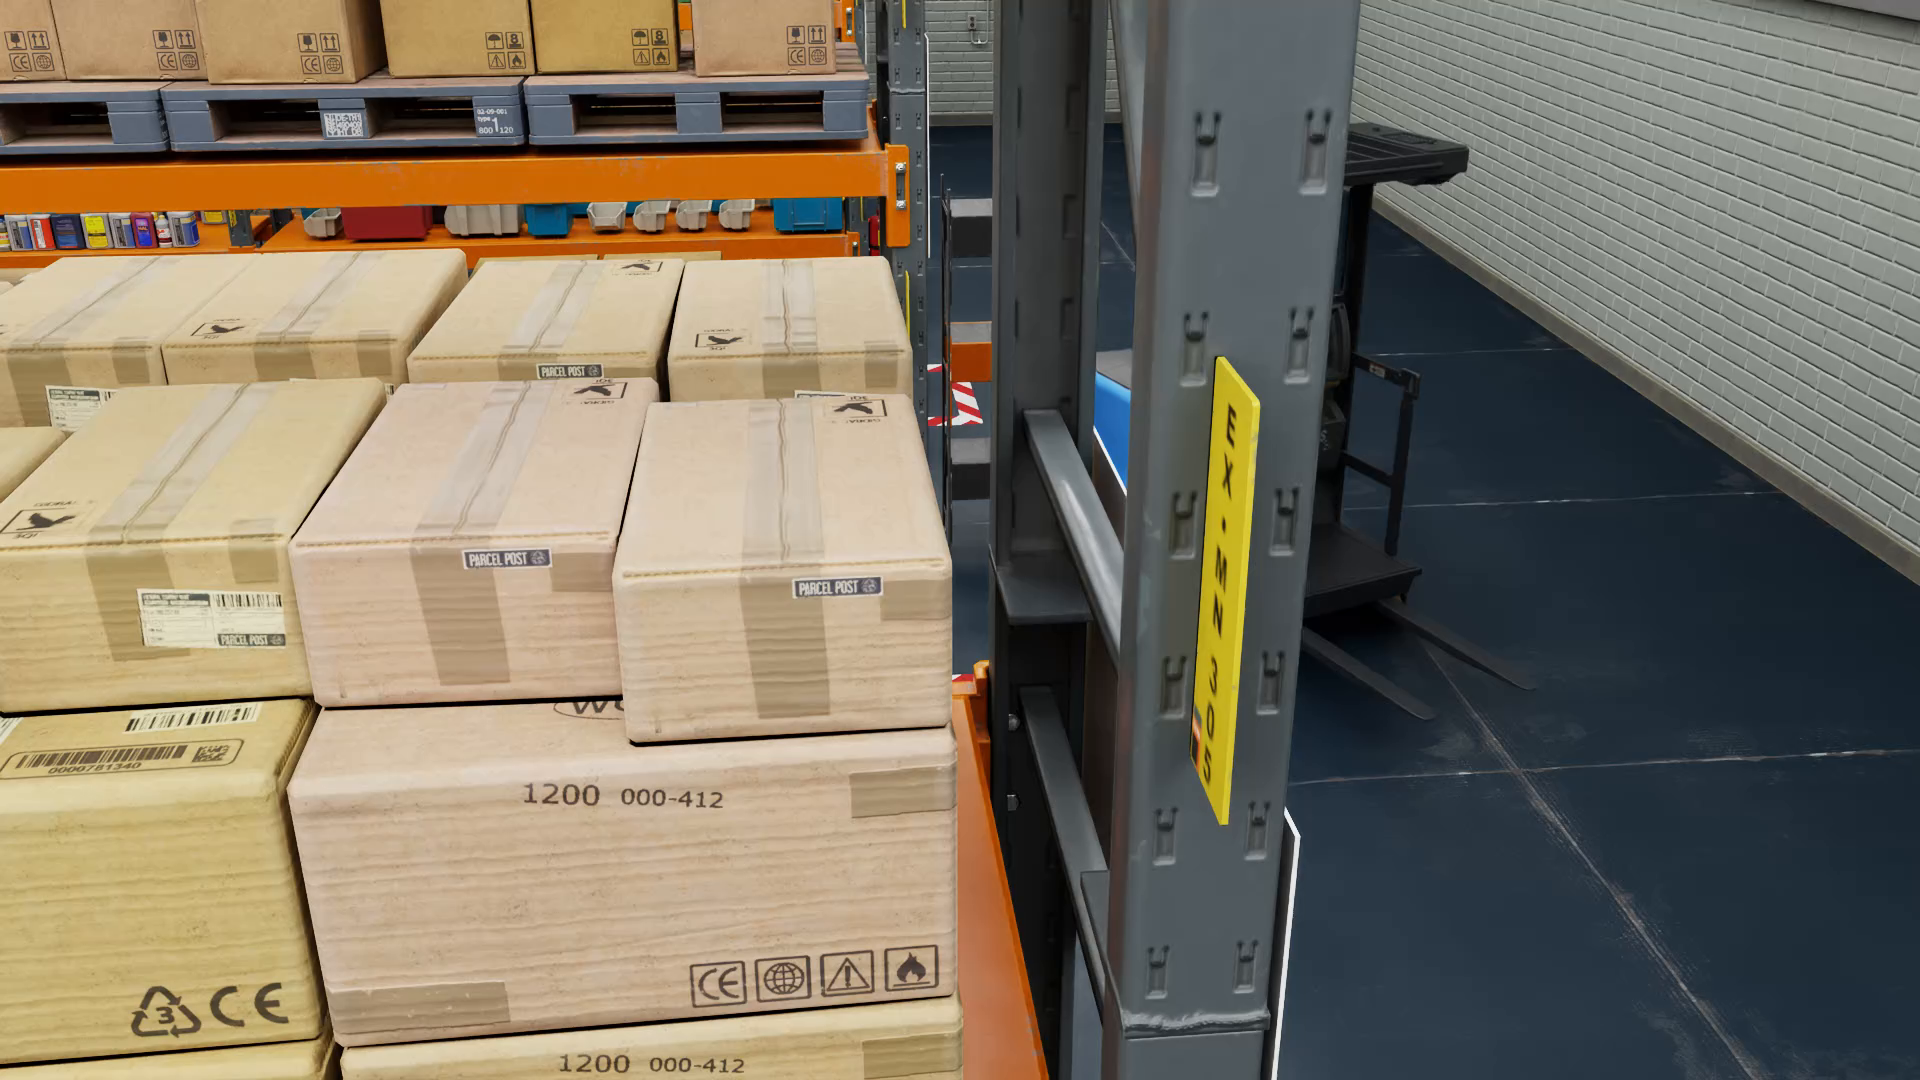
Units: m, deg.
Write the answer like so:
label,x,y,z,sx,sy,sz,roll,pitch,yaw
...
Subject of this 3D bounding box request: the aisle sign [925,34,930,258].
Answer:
label,x,y,z,sx,sy,sz,roll,pitch,yaw
aisle sign,-0.134,-1.488,6.205,0.004,0.787,0.394,-2,24,-5

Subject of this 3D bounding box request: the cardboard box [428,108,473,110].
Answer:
label,x,y,z,sx,sy,sz,roll,pitch,yaw
cardboard box,-4.651,-4.219,15.427,0.500,0.500,0.500,-2,24,-4

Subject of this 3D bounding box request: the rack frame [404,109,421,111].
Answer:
label,x,y,z,sx,sy,sz,roll,pitch,yaw
rack frame,-5.185,-4.263,15.649,0.127,3.000,1.000,-2,24,-5

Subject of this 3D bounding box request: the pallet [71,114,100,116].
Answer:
label,x,y,z,sx,sy,sz,roll,pitch,yaw
pallet,-8.498,-4.072,15.453,1.003,0.211,1.213,-2,24,-5

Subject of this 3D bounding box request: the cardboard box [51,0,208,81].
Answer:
label,x,y,z,sx,sy,sz,roll,pitch,yaw
cardboard box,-2.907,-1.988,6.074,0.500,0.500,0.700,-1,24,-2

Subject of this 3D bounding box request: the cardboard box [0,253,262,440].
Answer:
label,x,y,z,sx,sy,sz,roll,pitch,yaw
cardboard box,-0.967,-0.208,1.911,0.250,0.149,0.380,-2,24,-4

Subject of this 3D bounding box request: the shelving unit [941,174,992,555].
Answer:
label,x,y,z,sx,sy,sz,roll,pitch,yaw
shelving unit,0.165,-0.966,9.338,0.503,2.100,0.431,-2,24,-5

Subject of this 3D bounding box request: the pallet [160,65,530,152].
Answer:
label,x,y,z,sx,sy,sz,roll,pitch,yaw
pallet,-2.189,-1.665,6.220,1.213,0.211,1.003,-2,24,-5

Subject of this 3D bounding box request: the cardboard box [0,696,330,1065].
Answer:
label,x,y,z,sx,sy,sz,roll,pitch,yaw
cardboard box,-0.790,0.201,1.480,0.500,0.250,0.500,-3,24,-7

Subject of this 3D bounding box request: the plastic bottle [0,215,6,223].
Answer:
label,x,y,z,sx,sy,sz,roll,pitch,yaw
plastic bottle,-6.568,-2.294,11.377,0.097,0.271,0.097,0,24,0

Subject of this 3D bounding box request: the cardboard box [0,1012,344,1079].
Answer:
label,x,y,z,sx,sy,sz,roll,pitch,yaw
cardboard box,-0.782,0.436,1.567,0.500,0.250,0.500,-2,24,-5

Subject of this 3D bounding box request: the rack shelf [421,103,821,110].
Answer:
label,x,y,z,sx,sy,sz,roll,pitch,yaw
rack shelf,-3.195,-4.015,15.975,4.000,0.370,1.077,-2,24,-5

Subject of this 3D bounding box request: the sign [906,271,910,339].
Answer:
label,x,y,z,sx,sy,sz,roll,pitch,yaw
sign,-0.195,-0.836,6.221,0.005,0.325,0.100,-2,24,-5

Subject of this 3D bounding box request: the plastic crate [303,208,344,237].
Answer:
label,x,y,z,sx,sy,sz,roll,pitch,yaw
plastic crate,-4.225,-2.129,11.097,0.243,0.136,0.396,-2,24,-5

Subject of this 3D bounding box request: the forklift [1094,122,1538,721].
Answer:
label,x,y,z,sx,sy,sz,roll,pitch,yaw
forklift,1.689,-0.943,8.263,1.130,2.935,3.031,-12,26,-24

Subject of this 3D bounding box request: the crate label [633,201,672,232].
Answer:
label,x,y,z,sx,sy,sz,roll,pitch,yaw
crate label,-2.080,-2.195,11.247,0.243,0.136,0.396,-2,24,-5

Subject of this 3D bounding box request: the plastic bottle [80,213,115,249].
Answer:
label,x,y,z,sx,sy,sz,roll,pitch,yaw
plastic bottle,-5.585,-2.070,10.774,0.185,0.351,0.144,-2,24,-5

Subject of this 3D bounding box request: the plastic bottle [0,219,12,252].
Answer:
label,x,y,z,sx,sy,sz,roll,pitch,yaw
plastic bottle,-6.175,-1.968,10.730,0.097,0.201,0.097,0,24,0

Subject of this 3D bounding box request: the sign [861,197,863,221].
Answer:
label,x,y,z,sx,sy,sz,roll,pitch,yaw
sign,-0.651,-2.274,10.972,0.005,0.325,0.100,-2,24,-5

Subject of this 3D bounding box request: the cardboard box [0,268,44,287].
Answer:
label,x,y,z,sx,sy,sz,roll,pitch,yaw
cardboard box,-3.784,-0.796,6.742,0.500,0.500,0.500,-2,24,-4

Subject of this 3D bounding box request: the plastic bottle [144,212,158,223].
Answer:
label,x,y,z,sx,sy,sz,roll,pitch,yaw
plastic bottle,-5.534,-2.242,11.345,0.097,0.201,0.097,0,24,0

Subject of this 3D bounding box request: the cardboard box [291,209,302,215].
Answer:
label,x,y,z,sx,sy,sz,roll,pitch,yaw
cardboard box,-6.141,-3.170,15.726,0.500,0.500,0.500,-2,24,-5

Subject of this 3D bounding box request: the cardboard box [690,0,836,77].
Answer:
label,x,y,z,sx,sy,sz,roll,pitch,yaw
cardboard box,-0.747,-2.030,6.169,0.500,0.500,0.700,-4,24,-8

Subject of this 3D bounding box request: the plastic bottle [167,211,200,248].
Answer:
label,x,y,z,sx,sy,sz,roll,pitch,yaw
plastic bottle,-5.063,-2.058,10.840,0.135,0.276,0.152,-2,24,-5

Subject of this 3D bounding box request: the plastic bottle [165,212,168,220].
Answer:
label,x,y,z,sx,sy,sz,roll,pitch,yaw
plastic bottle,-5.452,-2.339,11.478,0.097,0.271,0.097,0,24,0

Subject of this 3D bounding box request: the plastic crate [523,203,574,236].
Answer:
label,x,y,z,sx,sy,sz,roll,pitch,yaw
plastic crate,-2.740,-2.186,11.108,0.300,0.233,0.416,-2,24,-5

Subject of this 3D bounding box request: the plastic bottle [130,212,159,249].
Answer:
label,x,y,z,sx,sy,sz,roll,pitch,yaw
plastic bottle,-5.288,-2.034,10.776,0.133,0.283,0.061,-2,24,-5

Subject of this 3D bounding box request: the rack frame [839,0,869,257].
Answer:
label,x,y,z,sx,sy,sz,roll,pitch,yaw
rack frame,-0.722,-2.421,11.503,0.127,3.000,1.000,-2,24,-5

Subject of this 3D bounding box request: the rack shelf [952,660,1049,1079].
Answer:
label,x,y,z,sx,sy,sz,roll,pitch,yaw
rack shelf,-1.838,0.628,1.837,4.000,0.370,1.077,-2,24,-5

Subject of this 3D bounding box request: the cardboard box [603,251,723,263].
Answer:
label,x,y,z,sx,sy,sz,roll,pitch,yaw
cardboard box,-1.237,-0.899,6.975,0.500,0.500,0.500,-3,24,-6

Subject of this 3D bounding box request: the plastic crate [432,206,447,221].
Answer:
label,x,y,z,sx,sy,sz,roll,pitch,yaw
plastic crate,-3.615,-2.316,11.533,0.590,0.125,0.437,-2,24,-5

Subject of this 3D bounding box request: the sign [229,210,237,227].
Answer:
label,x,y,z,sx,sy,sz,roll,pitch,yaw
sign,-4.650,-2.165,10.588,0.005,0.325,0.100,-2,24,-5

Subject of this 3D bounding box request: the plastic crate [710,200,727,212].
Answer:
label,x,y,z,sx,sy,sz,roll,pitch,yaw
plastic crate,-1.655,-2.469,11.743,0.300,0.233,0.416,-2,24,-5

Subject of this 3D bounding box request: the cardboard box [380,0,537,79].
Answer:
label,x,y,z,sx,sy,sz,roll,pitch,yaw
cardboard box,-1.829,-2.016,6.137,0.500,0.500,0.700,-4,24,-9

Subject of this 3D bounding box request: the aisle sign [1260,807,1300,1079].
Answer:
label,x,y,z,sx,sy,sz,roll,pitch,yaw
aisle sign,0.254,0.520,1.686,0.004,0.787,0.394,-2,24,-5

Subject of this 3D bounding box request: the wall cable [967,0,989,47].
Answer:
label,x,y,z,sx,sy,sz,roll,pitch,yaw
wall cable,-0.514,-7.323,21.282,1.851,1.984,0.084,-2,24,-5

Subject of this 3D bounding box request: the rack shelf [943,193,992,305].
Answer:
label,x,y,z,sx,sy,sz,roll,pitch,yaw
rack shelf,0.165,-1.593,9.060,0.480,0.518,0.431,-2,24,-5

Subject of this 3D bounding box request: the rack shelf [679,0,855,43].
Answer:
label,x,y,z,sx,sy,sz,roll,pitch,yaw
rack shelf,-2.712,-3.383,10.861,4.000,0.370,1.077,-2,24,-5

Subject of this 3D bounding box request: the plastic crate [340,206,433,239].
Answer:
label,x,y,z,sx,sy,sz,roll,pitch,yaw
plastic crate,-3.789,-2.252,10.971,0.583,0.464,0.402,-2,24,-5

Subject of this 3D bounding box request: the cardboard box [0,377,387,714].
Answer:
label,x,y,z,sx,sy,sz,roll,pitch,yaw
cardboard box,-0.660,-0.010,1.465,0.250,0.149,0.380,-3,24,-7

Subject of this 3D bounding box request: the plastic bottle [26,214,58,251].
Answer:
label,x,y,z,sx,sy,sz,roll,pitch,yaw
plastic bottle,-5.928,-2.023,10.762,0.135,0.276,0.152,-2,24,-5

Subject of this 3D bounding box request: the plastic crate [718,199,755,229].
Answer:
label,x,y,z,sx,sy,sz,roll,pitch,yaw
plastic crate,-1.515,-2.222,11.307,0.243,0.136,0.396,-2,24,-5

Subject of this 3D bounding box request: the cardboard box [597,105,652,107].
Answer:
label,x,y,z,sx,sy,sz,roll,pitch,yaw
cardboard box,-3.138,-4.281,15.565,0.500,0.500,0.500,-3,24,-6

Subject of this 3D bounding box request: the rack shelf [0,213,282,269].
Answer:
label,x,y,z,sx,sy,sz,roll,pitch,yaw
rack shelf,-6.693,-1.853,11.111,4.000,0.370,1.077,-2,24,-5

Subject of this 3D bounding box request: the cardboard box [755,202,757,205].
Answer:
label,x,y,z,sx,sy,sz,roll,pitch,yaw
cardboard box,-2.271,-3.441,16.642,0.500,0.250,0.500,-2,24,-5

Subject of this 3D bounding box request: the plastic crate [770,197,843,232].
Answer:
label,x,y,z,sx,sy,sz,roll,pitch,yaw
plastic crate,-1.037,-2.376,11.284,0.499,0.435,0.616,-2,24,-5

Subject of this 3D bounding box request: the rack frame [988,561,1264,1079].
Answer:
label,x,y,z,sx,sy,sz,roll,pitch,yaw
rack frame,0.152,1.590,2.480,0.127,3.000,1.000,-2,24,-5

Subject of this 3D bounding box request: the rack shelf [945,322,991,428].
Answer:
label,x,y,z,sx,sy,sz,roll,pitch,yaw
rack shelf,0.165,-0.954,9.344,0.480,0.518,0.431,-2,24,-5

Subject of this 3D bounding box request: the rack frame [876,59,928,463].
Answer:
label,x,y,z,sx,sy,sz,roll,pitch,yaw
rack frame,-0.235,-0.419,6.999,0.127,3.000,1.000,-2,24,-5

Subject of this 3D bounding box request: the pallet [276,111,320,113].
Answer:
label,x,y,z,sx,sy,sz,roll,pitch,yaw
pallet,-5.991,-4.188,15.715,1.213,0.211,1.003,-2,24,-5

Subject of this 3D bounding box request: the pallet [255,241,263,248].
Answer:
label,x,y,z,sx,sy,sz,roll,pitch,yaw
pallet,-7.208,-2.891,15.996,1.213,0.211,1.003,-2,24,-5

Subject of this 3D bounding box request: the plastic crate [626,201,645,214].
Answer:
label,x,y,z,sx,sy,sz,roll,pitch,yaw
plastic crate,-2.310,-2.442,11.684,0.300,0.233,0.416,-2,24,-5

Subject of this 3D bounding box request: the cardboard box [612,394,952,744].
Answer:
label,x,y,z,sx,sy,sz,roll,pitch,yaw
cardboard box,-0.150,0.009,1.421,0.250,0.149,0.380,-3,24,-6

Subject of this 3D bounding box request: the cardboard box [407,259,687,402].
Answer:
label,x,y,z,sx,sy,sz,roll,pitch,yaw
cardboard box,-0.448,-0.199,1.890,0.250,0.149,0.380,-1,24,-3
